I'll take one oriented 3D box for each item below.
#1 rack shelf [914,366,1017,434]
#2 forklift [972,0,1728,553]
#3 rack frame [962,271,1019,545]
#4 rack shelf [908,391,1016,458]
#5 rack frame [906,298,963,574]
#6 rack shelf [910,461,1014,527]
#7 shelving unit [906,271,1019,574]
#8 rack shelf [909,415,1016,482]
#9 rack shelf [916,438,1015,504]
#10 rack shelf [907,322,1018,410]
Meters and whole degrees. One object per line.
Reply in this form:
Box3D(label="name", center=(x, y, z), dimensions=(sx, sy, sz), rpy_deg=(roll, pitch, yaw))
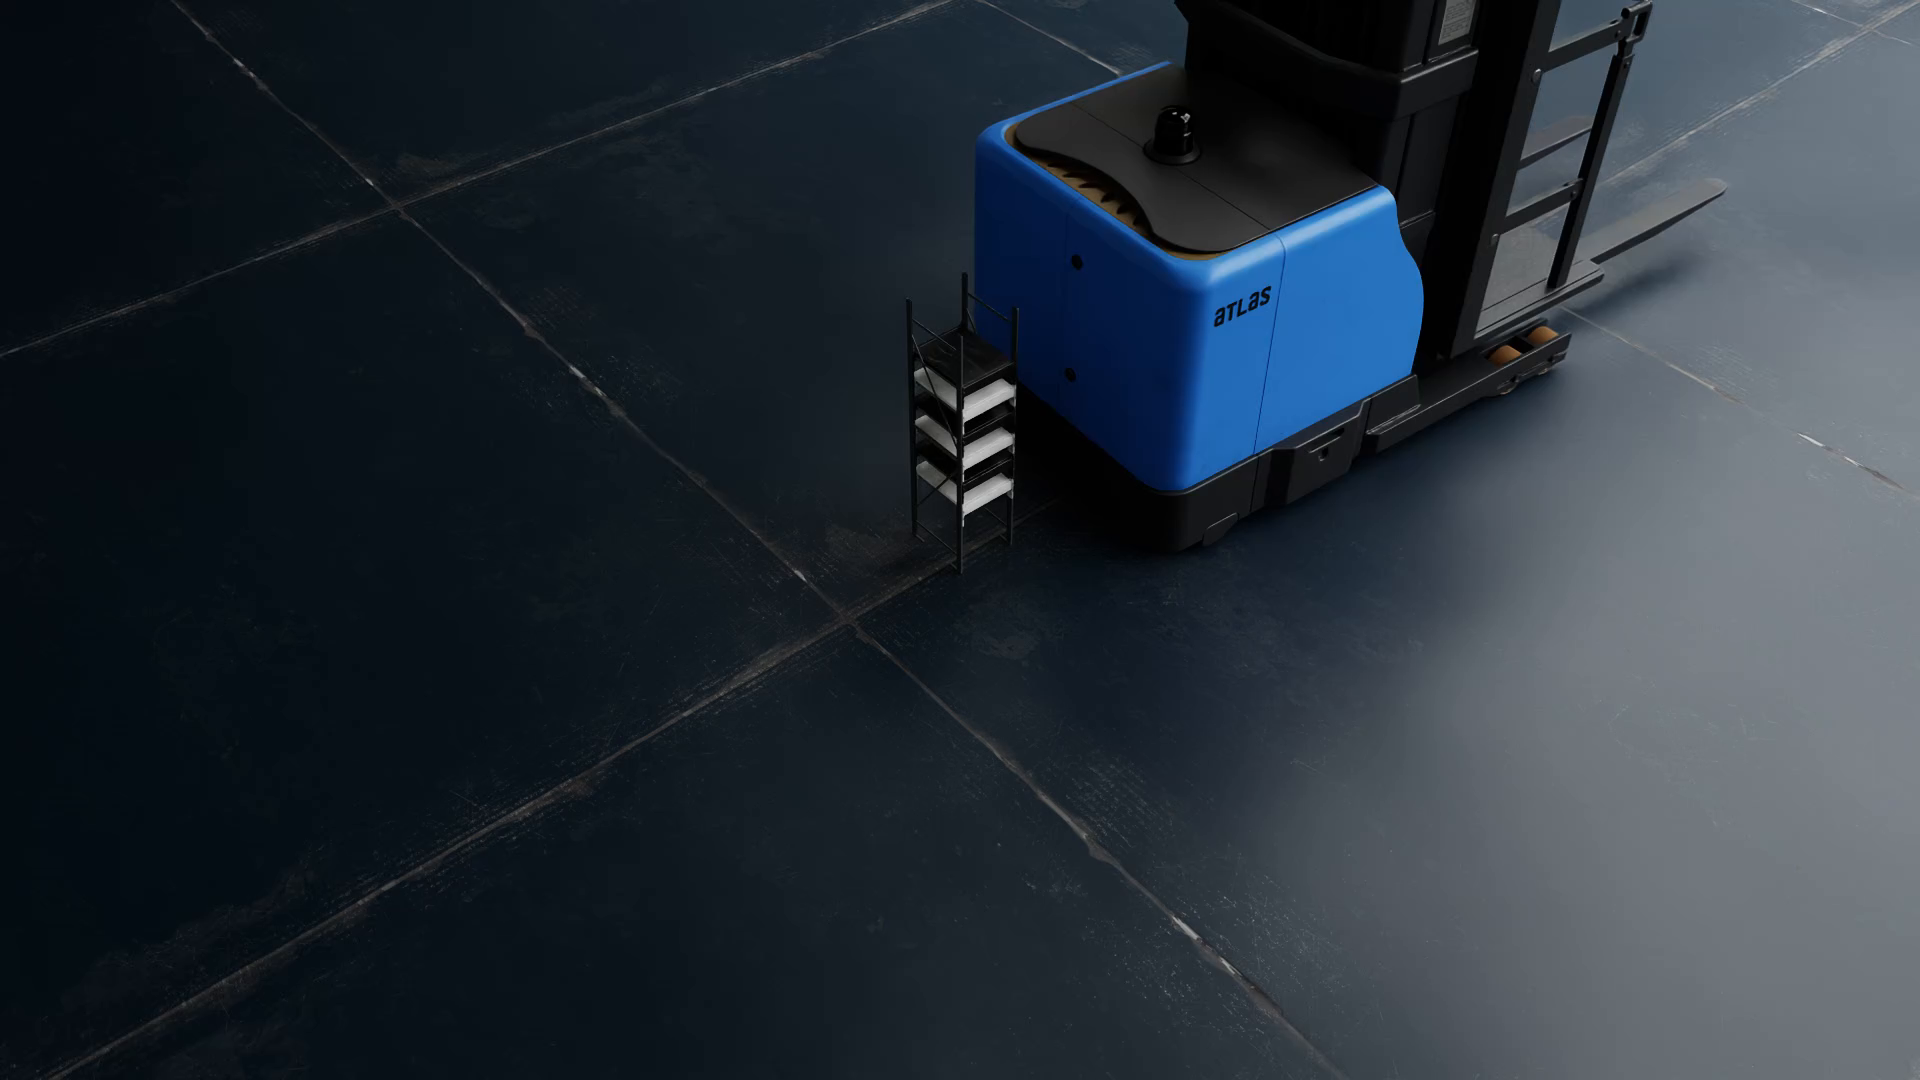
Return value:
Box3D(label="rack shelf", center=(0.006, -0.438, 4.845), dimensions=(0.200, 0.077, 0.258), rpy_deg=(-30, 51, -28))
Box3D(label="forklift", center=(1.523, -1.843, 5.072), dimensions=(3.031, 2.935, 1.130), rpy_deg=(-26, 49, -25))
Box3D(label="rack frame", center=(0.084, -0.376, 4.993), dimensions=(0.006, 0.900, 0.240), rpy_deg=(-30, 51, -28))
Box3D(label="rack shelf", center=(0.006, -0.373, 4.907), dimensions=(0.200, 0.077, 0.258), rpy_deg=(-30, 51, -28))
Box3D(label="rack frame", center=(-0.072, -0.287, 4.898), dimensions=(0.006, 0.900, 0.240), rpy_deg=(-30, 51, -28))
Box3D(label="rack shelf", center=(0.006, -0.176, 5.092), dimensions=(0.200, 0.077, 0.258), rpy_deg=(-30, 51, -28))
Box3D(label="shelving unit", center=(0.006, -0.332, 4.946), dimensions=(0.210, 0.900, 0.258), rpy_deg=(-30, 51, -28))
Box3D(label="rack shelf", center=(0.006, -0.307, 4.969), dimensions=(0.200, 0.077, 0.258), rpy_deg=(-30, 51, -28))
Box3D(label="rack shelf", center=(0.006, -0.242, 5.030), dimensions=(0.200, 0.077, 0.258), rpy_deg=(-30, 51, -28))
Box3D(label="rack shelf", center=(0.006, -0.504, 4.784), dimensions=(0.200, 0.077, 0.258), rpy_deg=(-30, 51, -28))
